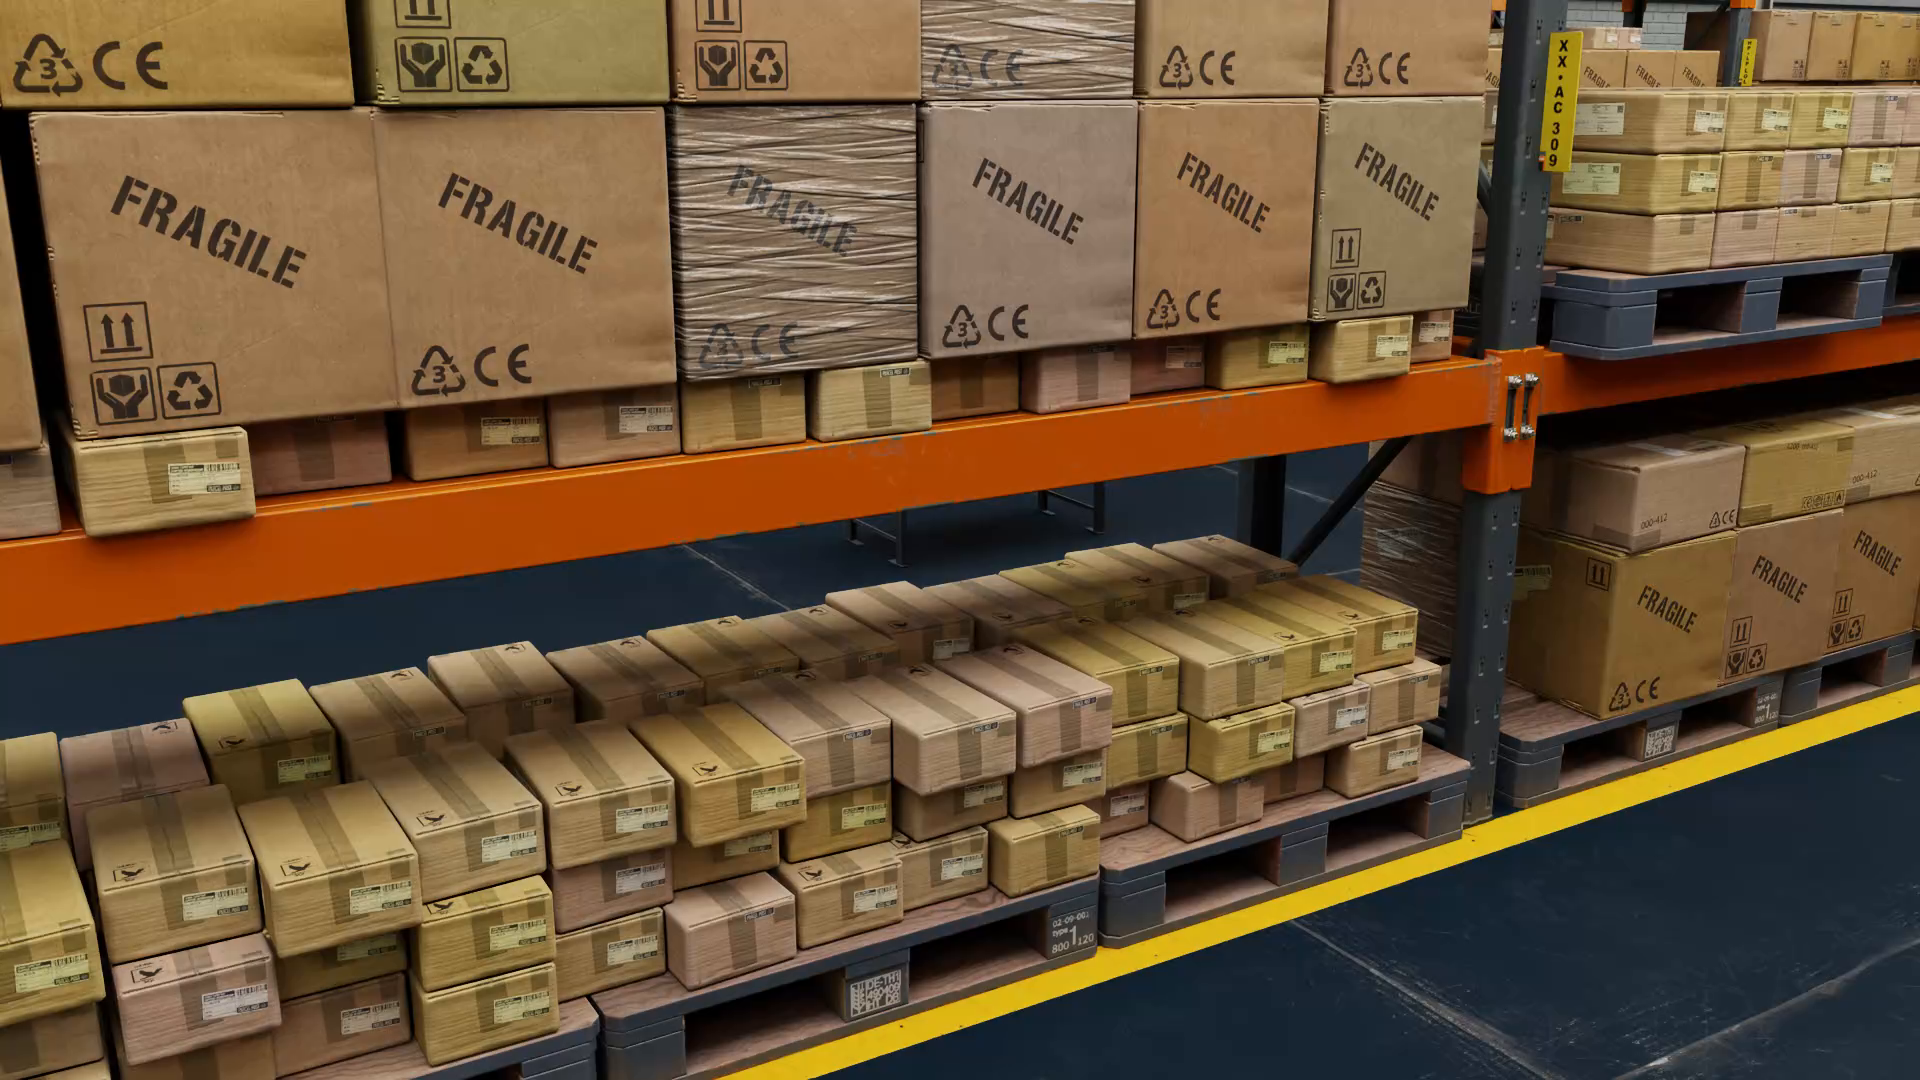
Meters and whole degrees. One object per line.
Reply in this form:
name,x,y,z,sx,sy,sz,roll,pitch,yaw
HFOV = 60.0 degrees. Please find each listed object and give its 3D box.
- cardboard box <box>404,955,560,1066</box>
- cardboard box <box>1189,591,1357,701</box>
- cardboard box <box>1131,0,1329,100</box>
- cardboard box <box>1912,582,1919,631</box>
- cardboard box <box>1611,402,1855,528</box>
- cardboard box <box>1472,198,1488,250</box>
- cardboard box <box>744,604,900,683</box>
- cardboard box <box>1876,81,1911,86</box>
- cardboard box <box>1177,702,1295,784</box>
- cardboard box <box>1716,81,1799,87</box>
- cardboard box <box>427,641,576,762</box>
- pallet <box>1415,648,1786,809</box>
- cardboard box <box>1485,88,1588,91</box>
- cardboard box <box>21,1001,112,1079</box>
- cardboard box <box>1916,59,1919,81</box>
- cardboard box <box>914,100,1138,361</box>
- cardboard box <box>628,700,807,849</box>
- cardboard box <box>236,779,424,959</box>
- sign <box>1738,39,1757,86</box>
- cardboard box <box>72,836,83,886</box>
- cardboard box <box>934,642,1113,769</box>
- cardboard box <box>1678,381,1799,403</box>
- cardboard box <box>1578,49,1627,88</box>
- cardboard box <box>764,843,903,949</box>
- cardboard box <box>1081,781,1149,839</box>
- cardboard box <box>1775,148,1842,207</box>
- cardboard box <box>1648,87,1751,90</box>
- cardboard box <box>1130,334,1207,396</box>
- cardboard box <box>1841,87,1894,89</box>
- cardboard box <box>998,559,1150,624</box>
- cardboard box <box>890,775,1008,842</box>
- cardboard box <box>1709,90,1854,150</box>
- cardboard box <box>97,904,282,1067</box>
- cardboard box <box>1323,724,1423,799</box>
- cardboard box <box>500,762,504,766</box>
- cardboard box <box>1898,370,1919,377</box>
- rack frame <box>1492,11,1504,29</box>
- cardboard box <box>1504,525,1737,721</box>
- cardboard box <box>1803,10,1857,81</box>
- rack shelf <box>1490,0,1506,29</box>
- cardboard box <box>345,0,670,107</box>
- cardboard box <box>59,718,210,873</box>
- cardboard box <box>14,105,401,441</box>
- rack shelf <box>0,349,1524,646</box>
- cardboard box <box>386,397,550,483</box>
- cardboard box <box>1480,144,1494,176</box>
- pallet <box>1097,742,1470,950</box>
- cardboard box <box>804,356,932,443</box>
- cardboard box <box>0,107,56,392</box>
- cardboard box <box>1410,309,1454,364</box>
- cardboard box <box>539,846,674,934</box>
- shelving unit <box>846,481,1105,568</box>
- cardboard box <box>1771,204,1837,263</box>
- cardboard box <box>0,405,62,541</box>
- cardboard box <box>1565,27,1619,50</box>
cardboard box,-0.978,0.856,3.304,0.250,0.149,0.380,-9,18,-29
cardboard box,0.800,0.268,4.299,0.250,0.149,0.380,-9,18,-29
cardboard box,0.466,-1.242,3.696,0.500,0.500,0.500,-10,18,-31
cardboard box,3.277,-0.025,5.794,0.500,0.500,0.500,-10,19,-32
cardboard box,2.395,-0.246,5.195,0.500,0.250,0.500,-9,18,-28
cardboard box,1.408,-0.953,4.939,0.250,0.149,0.380,-10,18,-31
cardboard box,-0.353,0.300,4.185,0.250,0.149,0.380,-10,19,-32
cardboard box,7.190,-3.419,13.312,0.500,0.500,0.500,-9,18,-29
cardboard box,0.617,0.456,4.179,0.250,0.149,0.380,-10,18,-32
cardboard box,5.912,-3.202,12.539,0.500,0.500,0.500,-9,18,-30
cardboard box,-1.078,0.379,3.903,0.250,0.149,0.380,-8,18,-28
pallet,1.836,0.464,5.365,1.213,0.211,1.003,-9,18,-30
cardboard box,1.643,-1.277,4.992,0.250,0.149,0.380,-10,18,-31
cardboard box,-1.645,0.957,2.942,0.250,0.149,0.380,-9,18,-29
cardboard box,7.673,-3.958,13.383,0.500,0.500,0.700,-9,18,-30
cardboard box,0.028,-0.689,3.573,0.500,0.500,0.500,-9,18,-30
cardboard box,-0.517,0.488,3.514,0.250,0.149,0.380,-9,18,-29
cardboard box,-1.178,0.604,3.100,0.250,0.149,0.380,-9,18,-30
sign,5.680,-3.443,11.991,0.005,0.325,0.100,-9,18,-30
cardboard box,-1.953,0.673,3.403,0.250,0.149,0.380,-10,18,-31
cardboard box,0.143,0.381,3.894,0.250,0.149,0.380,-10,19,-32
cardboard box,2.571,-0.437,5.877,0.500,0.250,0.500,-10,19,-32
cardboard box,4.244,-3.151,11.577,0.500,0.500,0.500,-9,18,-28
cardboard box,-0.326,0.739,3.720,0.250,0.149,0.380,-9,18,-30
cardboard box,0.262,0.610,4.179,0.250,0.149,0.380,-10,18,-31
cardboard box,2.187,-1.016,4.613,0.250,0.149,0.380,-9,18,-28
cardboard box,2.303,-1.382,5.368,0.250,0.149,0.380,-10,18,-32
cardboard box,0.365,-0.451,3.928,0.250,0.149,0.380,-10,18,-31
cardboard box,2.977,-1.492,5.760,0.250,0.149,0.380,-9,18,-28
cardboard box,0.310,0.185,4.596,0.250,0.149,0.380,-9,18,-30
cardboard box,-0.096,0.541,3.877,0.250,0.149,0.380,-10,19,-32
cardboard box,2.201,-1.162,4.582,0.250,0.149,0.380,-9,18,-29
cardboard box,-1.414,0.774,3.043,0.250,0.149,0.380,-9,18,-30
cardboard box,1.009,0.533,4.454,0.250,0.149,0.380,-9,18,-29
cardboard box,-1.072,0.526,3.930,0.250,0.149,0.380,-9,18,-29
cardboard box,3.720,-0.458,5.950,0.500,0.250,0.500,-9,18,-29
rack frame,6.261,-4.718,18.683,0.127,3.000,1.000,-9,18,-30
cardboard box,1.940,0.189,5.030,0.500,0.500,0.500,-8,18,-28
cardboard box,6.329,-3.764,12.690,0.500,0.500,0.700,-9,18,-29
rack shelf,4.546,-5.538,17.383,4.000,0.370,1.077,-9,18,-30
cardboard box,-0.851,-1.027,2.928,0.500,0.500,0.500,-10,18,-31
cardboard box,-1.691,0.516,3.415,0.250,0.149,0.380,-9,18,-29
cardboard box,-1.286,-0.485,2.845,0.500,0.500,0.500,-9,18,-30
rack shelf,-0.545,-0.146,3.707,4.000,0.370,1.077,-9,18,-30
cardboard box,-0.961,-0.233,3.147,0.250,0.149,0.380,-9,18,-30
cardboard box,1.409,-1.096,4.899,0.250,0.149,0.380,-9,18,-28
pallet,0.612,0.674,4.616,1.213,0.211,1.003,-9,18,-30
cardboard box,-0.258,-0.322,3.466,0.250,0.149,0.380,-9,18,-29
cardboard box,-1.562,-0.598,3.251,0.500,0.500,0.500,-10,18,-31
cardboard box,1.046,-0.556,4.300,0.250,0.149,0.380,-9,18,-30
cardboard box,-0.795,0.650,3.485,0.250,0.149,0.380,-10,19,-32
shelving unit,0.073,-0.734,7.250,1.048,1.500,0.538,-9,18,-30
cardboard box,2.195,-0.874,4.657,0.250,0.149,0.380,-9,18,-29
cardboard box,-1.615,-0.108,2.702,0.250,0.149,0.380,-8,18,-28
cardboard box,4.305,-3.461,11.483,0.250,0.149,0.380,-10,19,-32
